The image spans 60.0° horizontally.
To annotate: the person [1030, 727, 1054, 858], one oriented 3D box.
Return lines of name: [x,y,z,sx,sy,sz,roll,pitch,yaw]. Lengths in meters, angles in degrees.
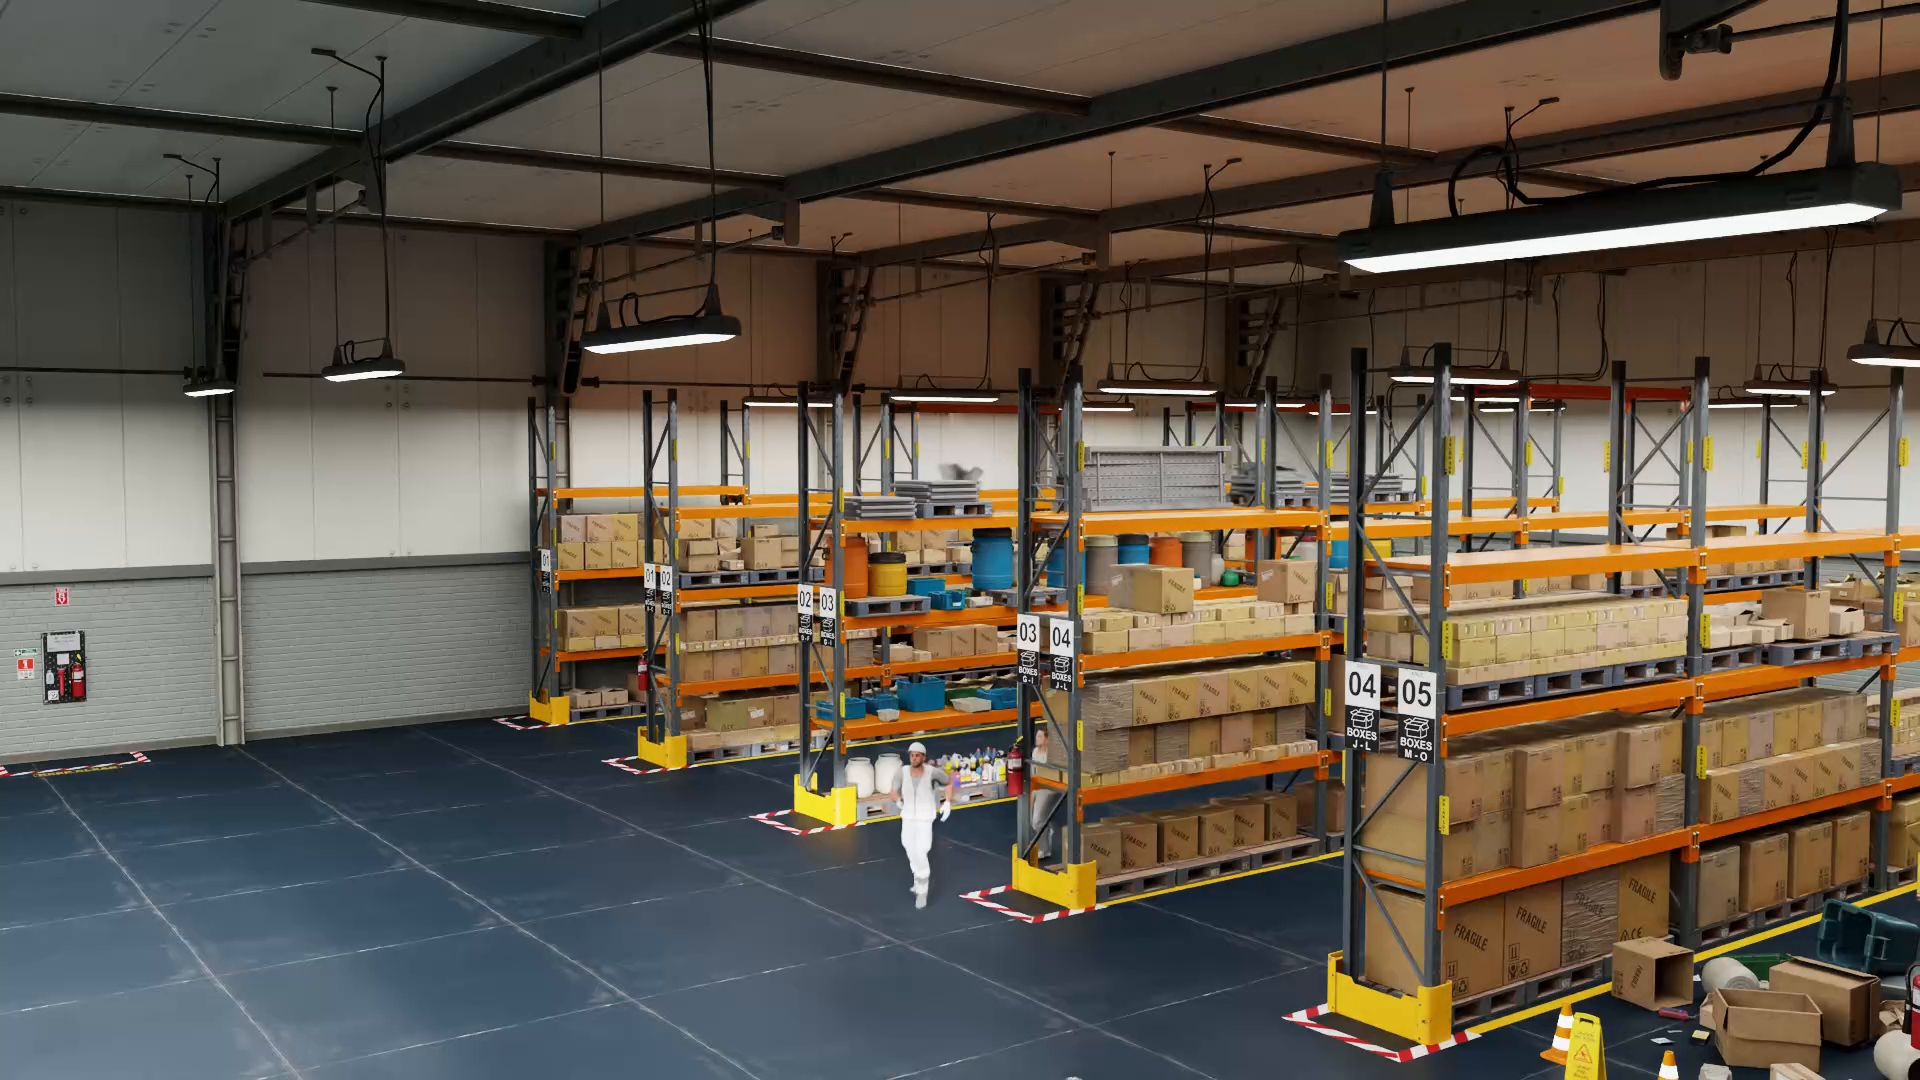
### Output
person: [0.981,3.128,20.596,0.571,1.624,0.559,-3,4,-40]

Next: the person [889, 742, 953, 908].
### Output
person: [-0.458,3.183,18.655,0.681,1.858,0.767,1,4,17]
